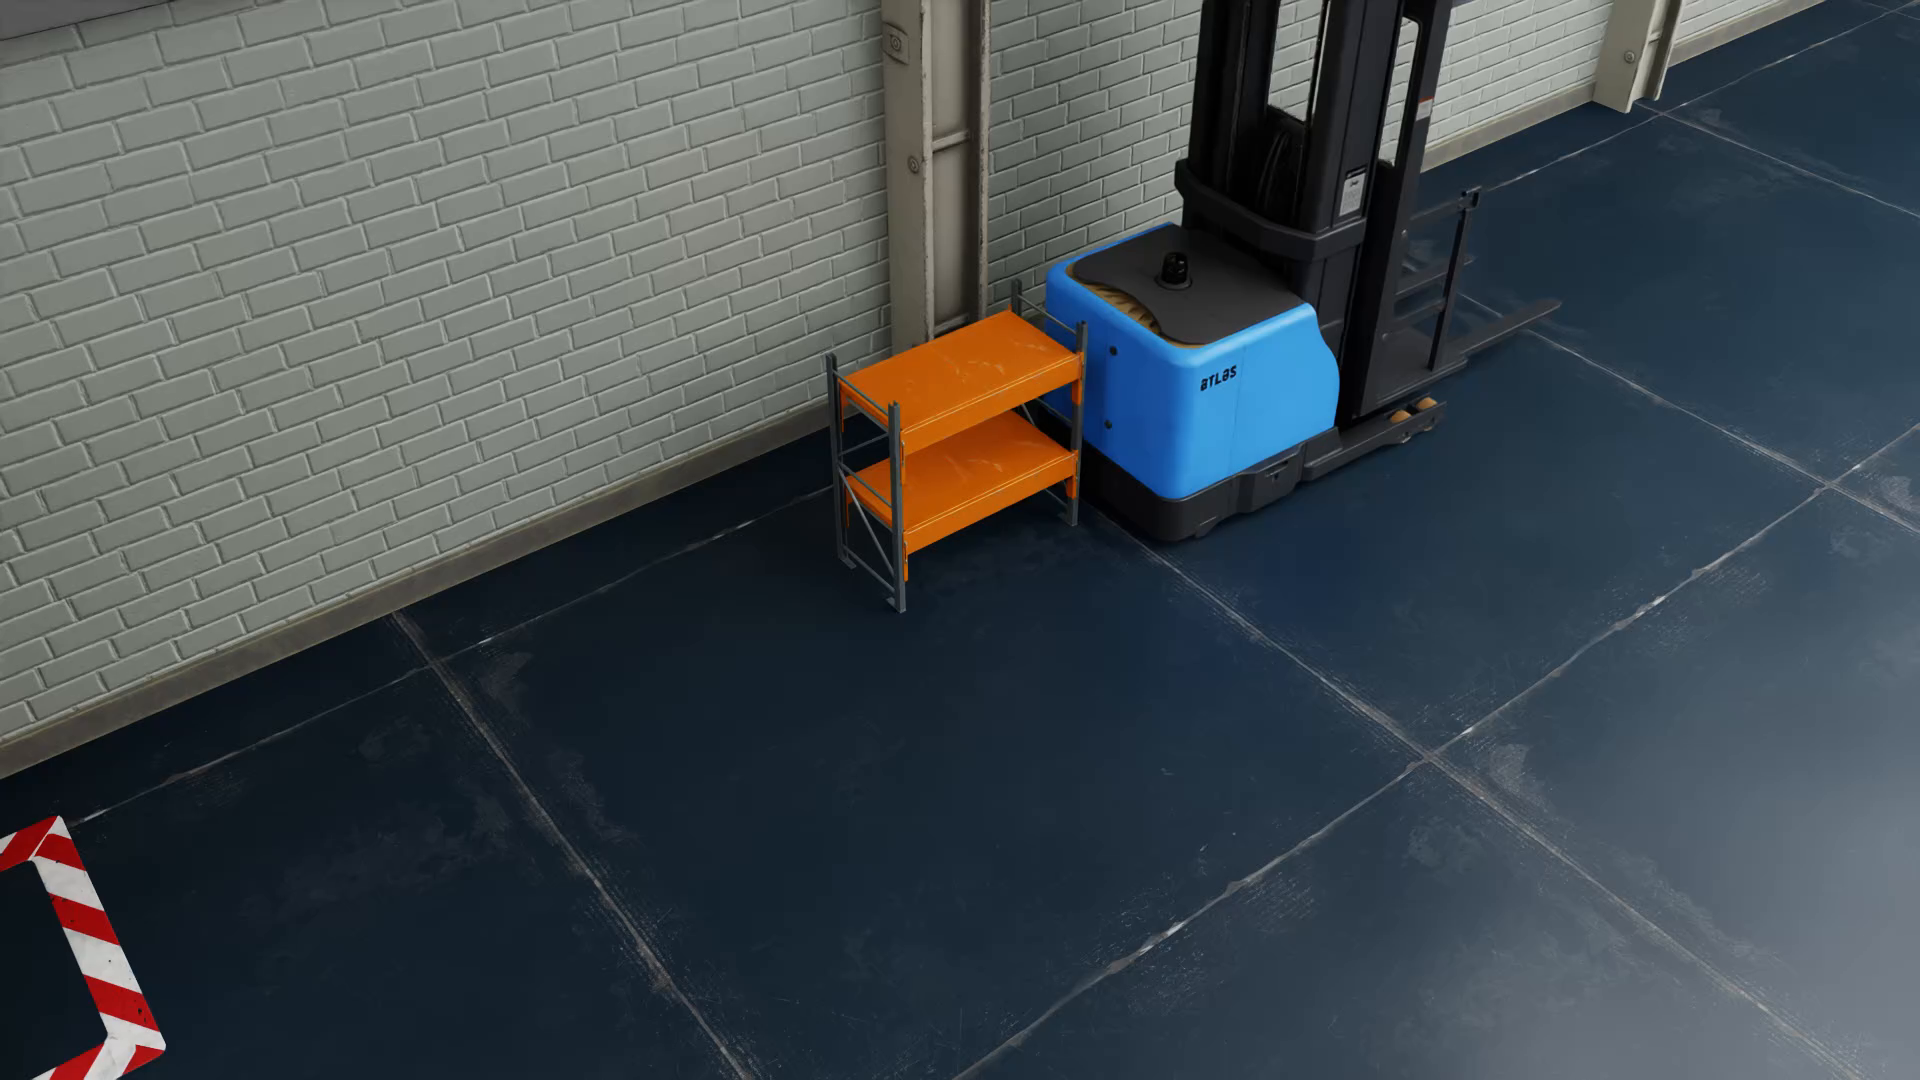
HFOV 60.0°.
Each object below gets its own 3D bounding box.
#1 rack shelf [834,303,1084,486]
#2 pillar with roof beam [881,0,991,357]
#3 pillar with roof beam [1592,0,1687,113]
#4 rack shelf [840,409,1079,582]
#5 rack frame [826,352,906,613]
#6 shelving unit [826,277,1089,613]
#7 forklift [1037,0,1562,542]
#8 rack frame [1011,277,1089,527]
[{"bbox_3d":[-0.005,-0.659,7.338,1.000,0.278,0.538,-26,46,-28],"label":"rack shelf"},{"bbox_3d":[2.517,-2.090,3.336,0.400,9.000,9.100,-26,46,-28],"label":"pillar with roof beam"},{"bbox_3d":[7.274,-4.409,6.163,0.400,9.000,9.100,-26,46,-28],"label":"pillar with roof beam"},{"bbox_3d":[-0.005,-0.243,7.679,1.000,0.278,0.538,-26,46,-28],"label":"rack shelf"},{"bbox_3d":[-0.408,-0.236,7.284,0.032,1.125,0.500,-26,46,-28],"label":"rack frame"},{"bbox_3d":[-0.005,-0.432,7.524,1.048,1.125,0.538,-26,46,-28],"label":"shelving unit"},{"bbox_3d":[1.880,-1.873,7.856,3.031,2.935,1.130,-25,45,-27],"label":"forklift"},{"bbox_3d":[0.398,-0.629,7.763,0.032,1.125,0.500,-26,46,-28],"label":"rack frame"}]
